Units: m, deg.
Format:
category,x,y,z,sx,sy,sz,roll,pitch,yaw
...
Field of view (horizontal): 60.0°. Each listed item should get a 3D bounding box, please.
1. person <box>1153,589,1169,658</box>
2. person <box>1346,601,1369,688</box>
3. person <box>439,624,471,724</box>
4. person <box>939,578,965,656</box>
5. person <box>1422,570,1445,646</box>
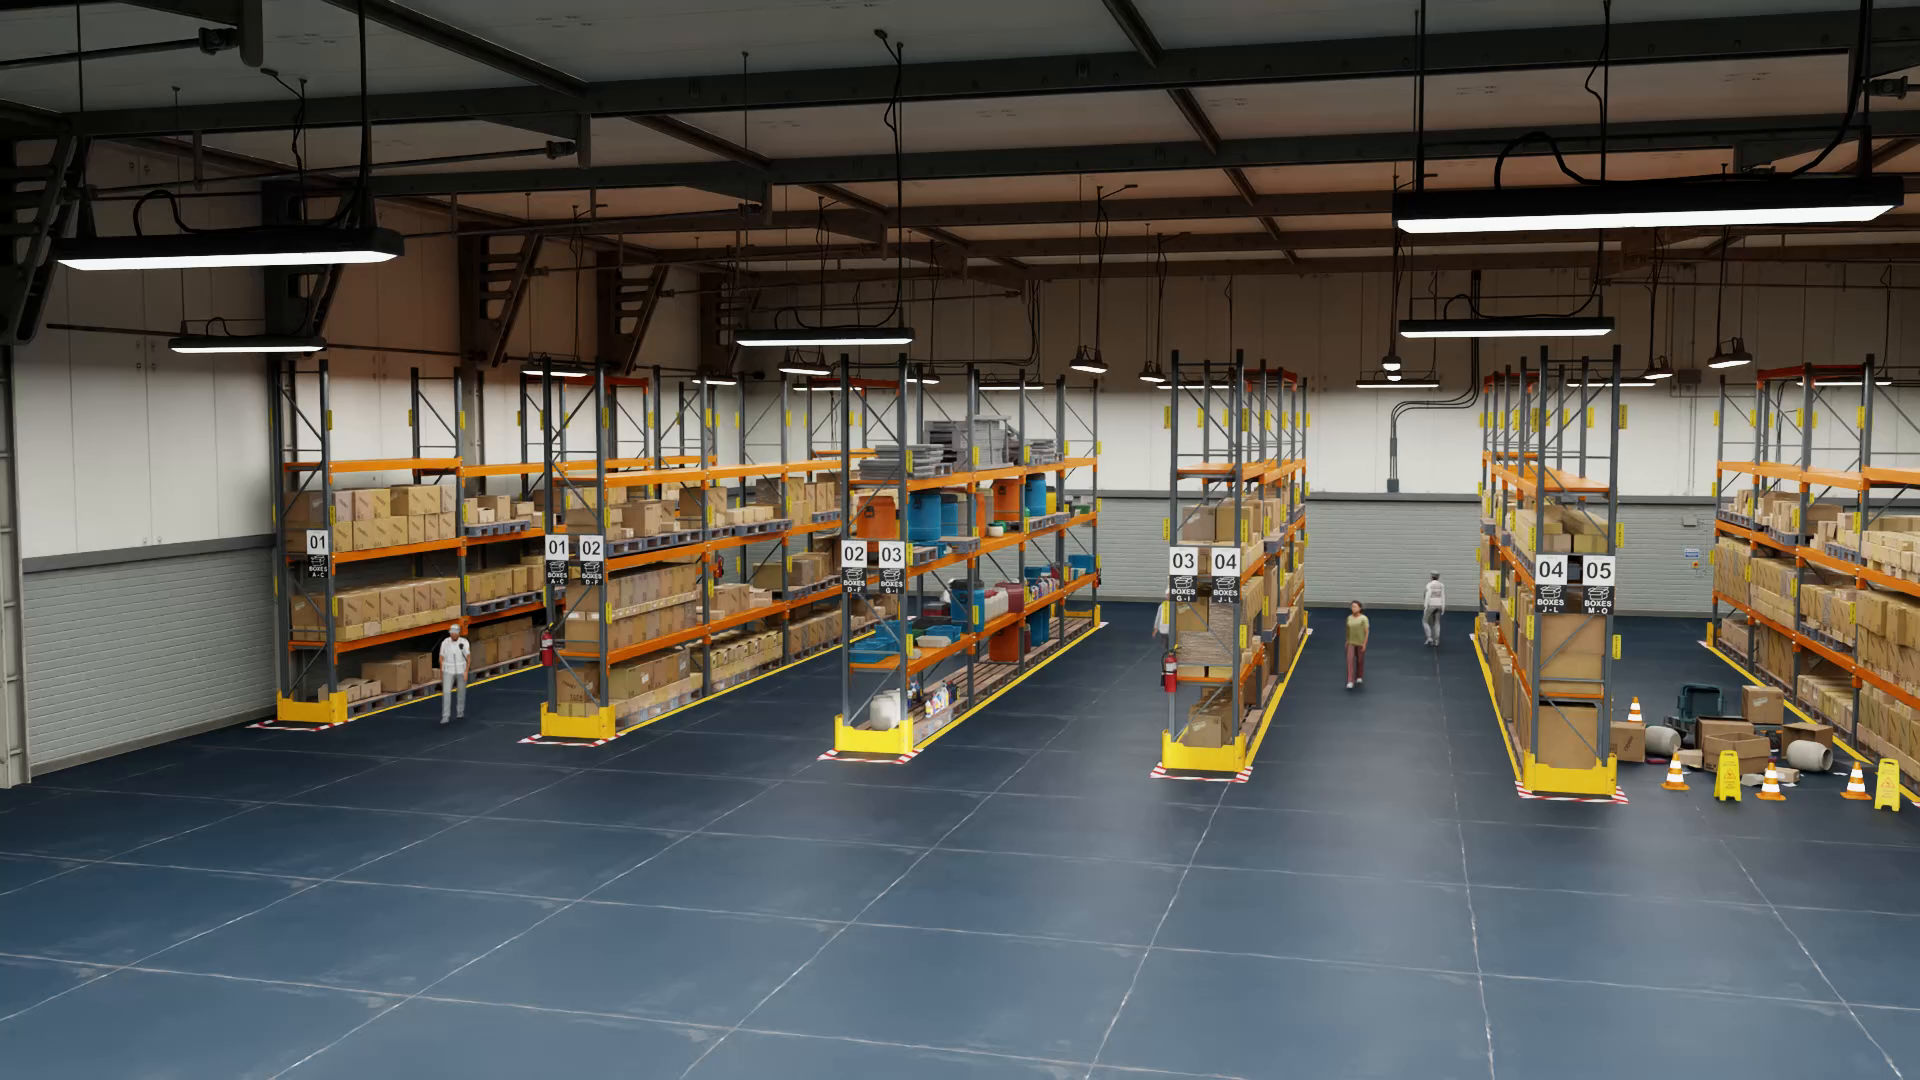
category,x,y,z,sx,sy,sz,roll,pitch,yaw
person,4.101,1.790,32.481,0.606,1.712,1.066,1,4,18
person,7.437,1.942,31.129,0.440,1.604,1.052,1,4,17
person,-8.380,2.193,27.554,0.524,1.607,0.983,-2,4,-20
person,-0.087,1.631,35.240,0.698,1.684,0.642,2,5,25
person,10.540,1.523,36.974,0.518,1.708,0.360,-1,4,-16
